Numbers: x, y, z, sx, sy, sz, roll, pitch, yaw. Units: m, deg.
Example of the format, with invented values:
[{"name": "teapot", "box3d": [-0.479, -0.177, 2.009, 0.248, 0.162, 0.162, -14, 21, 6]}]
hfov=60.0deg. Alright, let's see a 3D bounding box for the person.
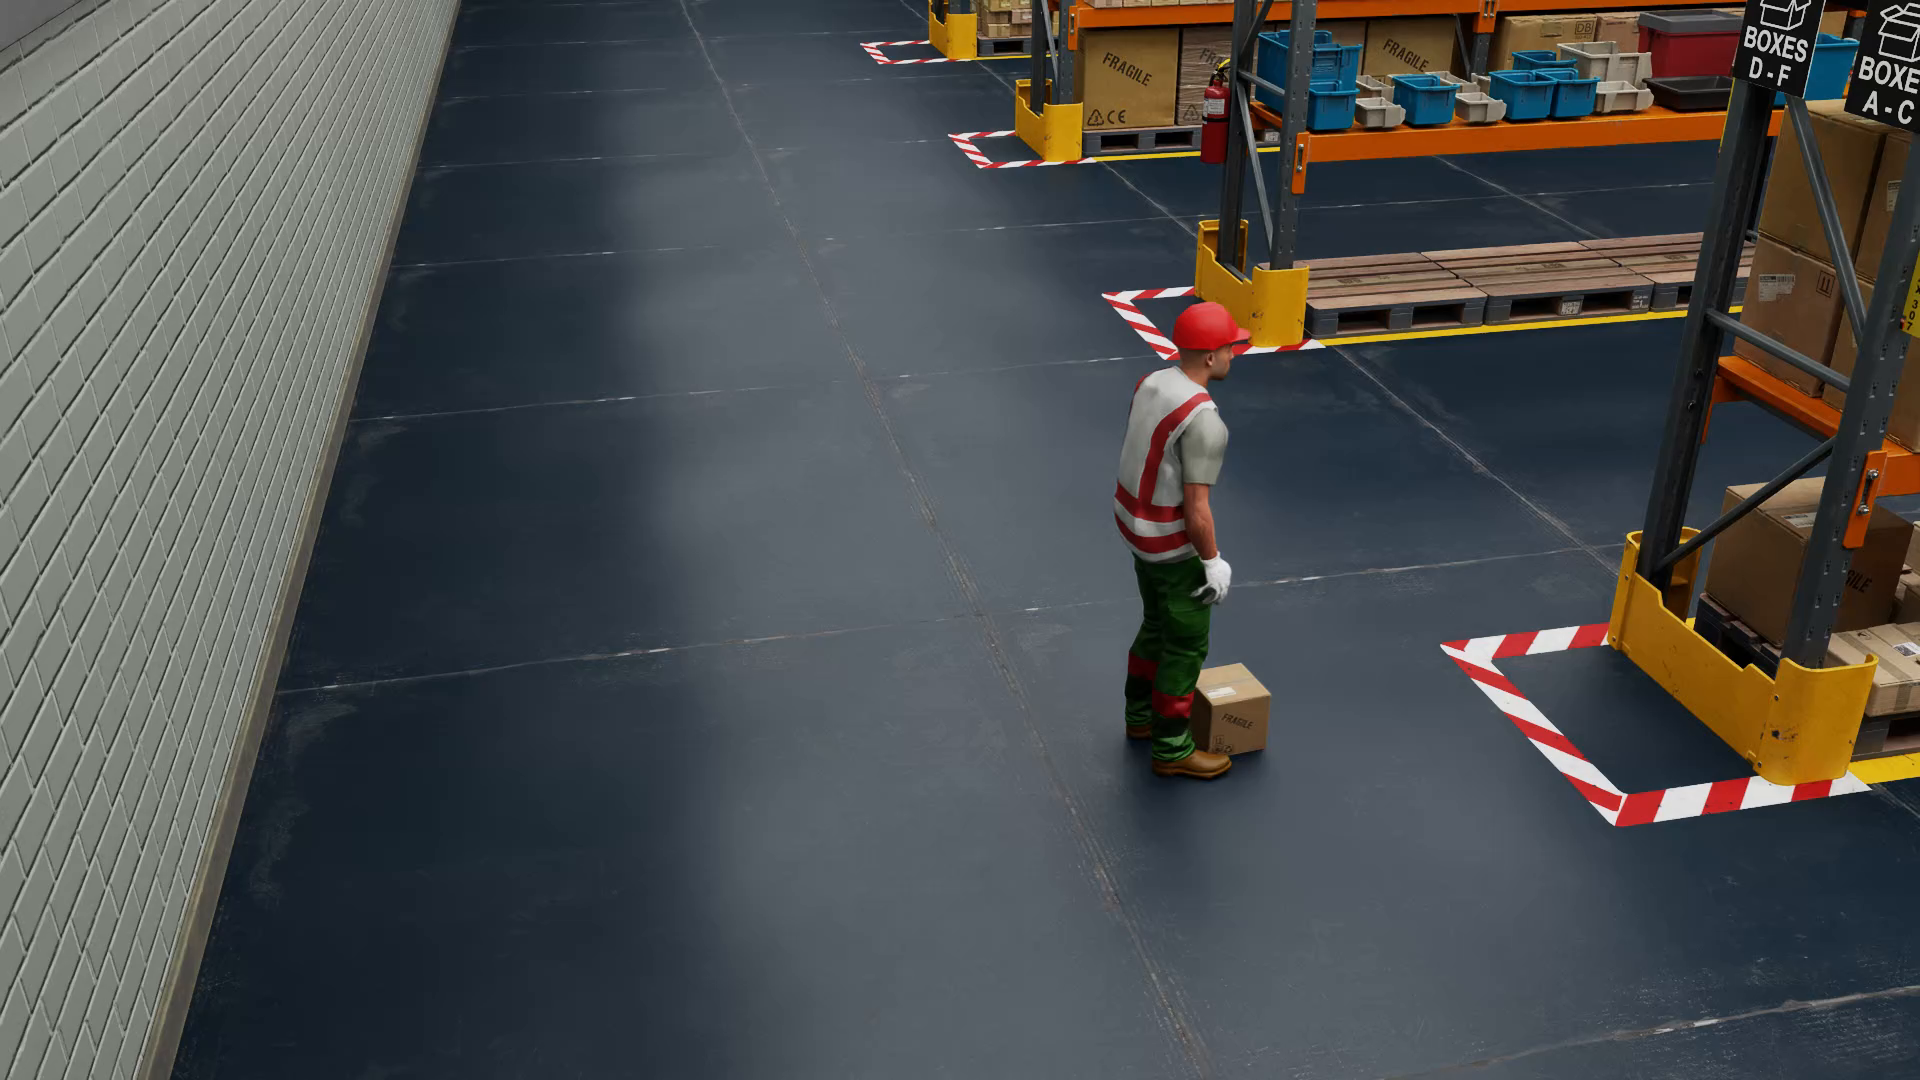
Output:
[{"name": "person", "box3d": [0.805, -0.004, 6.105, 0.447, 1.780, 0.623, -7, 27, -14]}]
